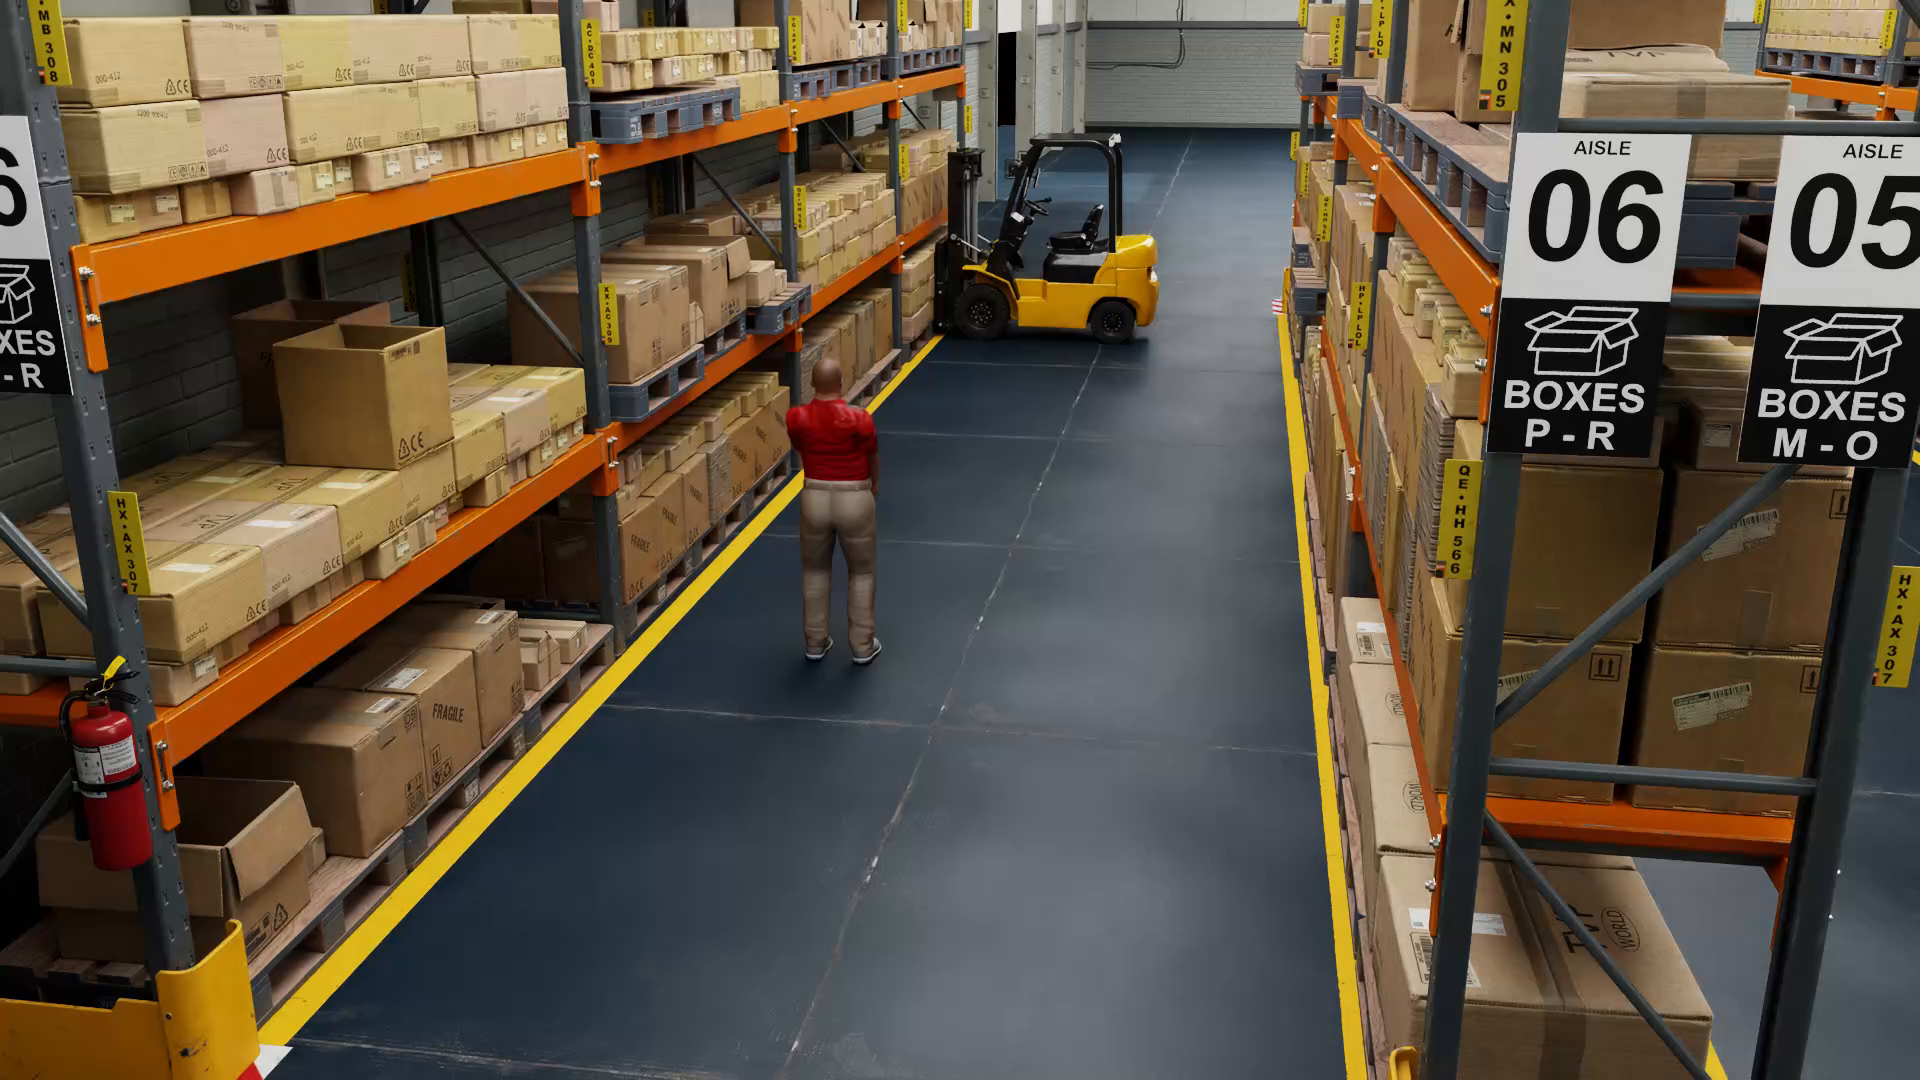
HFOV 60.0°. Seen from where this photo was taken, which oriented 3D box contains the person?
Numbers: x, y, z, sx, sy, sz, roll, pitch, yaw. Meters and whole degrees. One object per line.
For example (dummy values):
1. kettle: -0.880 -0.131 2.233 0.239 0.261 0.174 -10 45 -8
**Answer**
1. person: -0.669 -0.192 9.202 0.494 1.715 0.537 3 18 10
